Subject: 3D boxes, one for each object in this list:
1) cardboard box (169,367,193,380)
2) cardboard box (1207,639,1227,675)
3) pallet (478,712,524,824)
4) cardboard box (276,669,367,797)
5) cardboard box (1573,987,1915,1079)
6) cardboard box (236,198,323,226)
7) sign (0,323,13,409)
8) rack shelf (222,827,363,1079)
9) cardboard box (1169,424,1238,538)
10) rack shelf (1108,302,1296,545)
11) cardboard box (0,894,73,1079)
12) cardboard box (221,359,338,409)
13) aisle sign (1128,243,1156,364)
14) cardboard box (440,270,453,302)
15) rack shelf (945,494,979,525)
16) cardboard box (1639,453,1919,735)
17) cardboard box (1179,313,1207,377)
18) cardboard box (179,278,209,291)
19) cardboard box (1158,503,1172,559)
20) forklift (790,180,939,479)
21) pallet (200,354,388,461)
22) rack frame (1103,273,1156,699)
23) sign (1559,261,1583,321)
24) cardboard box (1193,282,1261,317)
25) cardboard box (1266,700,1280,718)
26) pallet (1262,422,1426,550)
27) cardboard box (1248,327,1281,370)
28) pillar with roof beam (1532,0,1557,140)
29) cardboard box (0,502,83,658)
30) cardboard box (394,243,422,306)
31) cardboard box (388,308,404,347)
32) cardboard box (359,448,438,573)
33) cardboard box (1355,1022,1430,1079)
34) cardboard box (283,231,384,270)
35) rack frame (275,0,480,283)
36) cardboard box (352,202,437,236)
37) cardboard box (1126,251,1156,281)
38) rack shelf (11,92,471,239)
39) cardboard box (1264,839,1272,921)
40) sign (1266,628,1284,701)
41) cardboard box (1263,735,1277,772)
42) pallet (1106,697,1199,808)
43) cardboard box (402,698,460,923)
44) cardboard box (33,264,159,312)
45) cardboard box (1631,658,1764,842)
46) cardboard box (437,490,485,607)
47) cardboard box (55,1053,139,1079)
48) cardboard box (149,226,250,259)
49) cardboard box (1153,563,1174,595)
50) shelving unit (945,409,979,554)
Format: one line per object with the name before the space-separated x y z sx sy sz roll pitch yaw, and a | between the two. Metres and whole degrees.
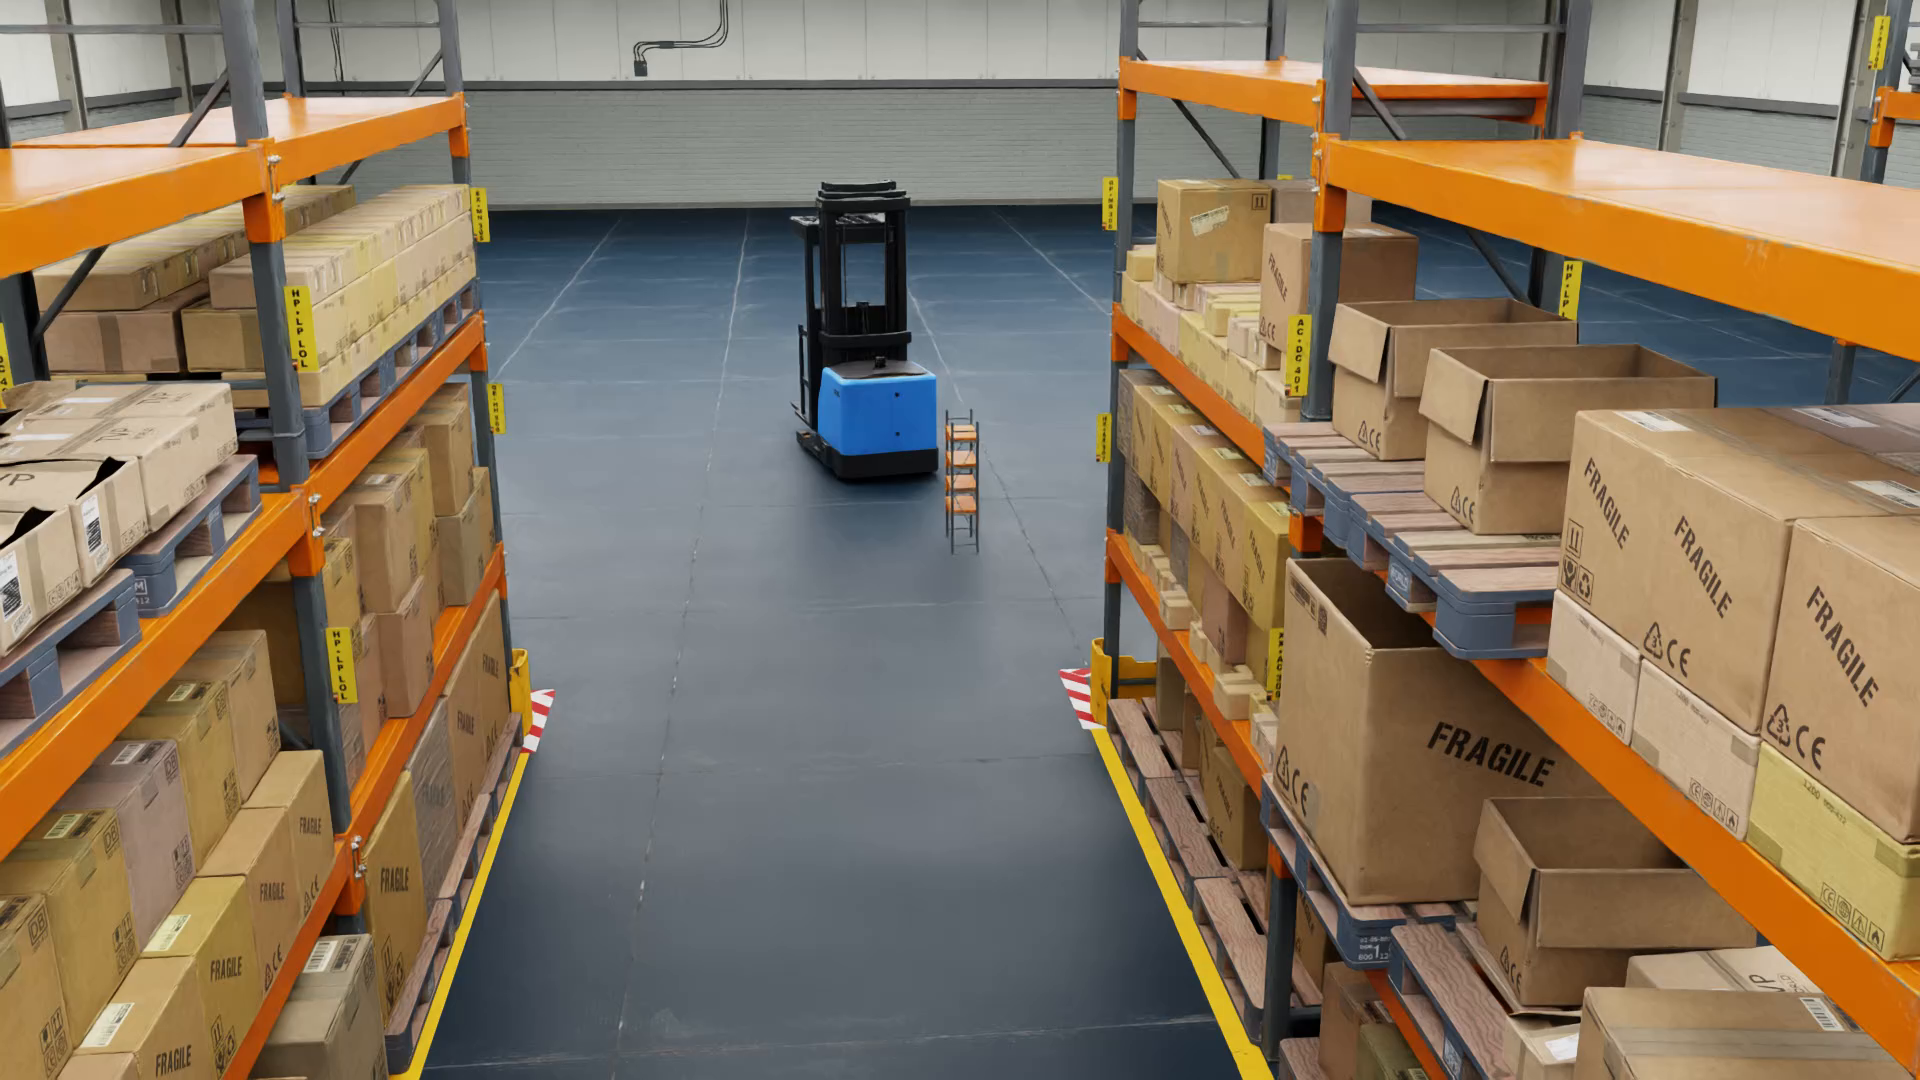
cardboard box | -3.432 -0.689 6.908 0.380 0.149 0.250 -1 17 -5
cardboard box | 1.500 0.612 8.640 0.380 0.149 0.250 -2 18 -6
pallet | -3.302 1.419 10.306 1.003 0.211 1.213 -2 18 -6
cardboard box | -3.100 0.863 7.170 0.875 0.550 0.550 -2 18 -6
cardboard box | 2.054 1.542 4.391 0.700 0.500 0.500 1 17 3
cardboard box | -3.668 -1.752 8.962 0.380 0.149 0.250 -2 17 -5
sign | -3.602 -0.654 6.249 0.100 0.325 0.005 -2 18 -6
rack shelf | -2.844 1.983 5.054 1.077 0.370 4.000 -2 18 -6
cardboard box | 1.422 -0.318 8.850 0.500 0.500 0.500 -2 18 -6
rack shelf | 1.688 -0.763 8.792 1.077 0.370 4.000 -2 18 -6
cardboard box | -2.783 1.274 4.277 0.700 0.500 0.500 -2 18 -6
cardboard box | -2.749 -0.634 6.733 0.380 0.149 0.250 -2 18 -7
aisle sign | 1.176 -1.520 10.672 0.394 0.787 0.004 -2 18 -6
cardboard box | -3.013 -1.392 9.145 0.380 0.149 0.250 -2 18 -5
rack shelf | 0.017 -0.269 14.920 0.258 0.148 0.480 -2 18 -6
cardboard box | 1.945 0.108 3.815 0.500 0.500 0.500 -2 18 -6
cardboard box | 1.439 -1.023 8.670 0.500 0.250 0.500 -1 17 -4
cardboard box | -3.408 -0.995 7.216 0.500 0.250 0.500 -2 18 -6
cardboard box | 1.682 -0.151 9.985 0.875 0.500 0.500 -2 18 -6
forklift | -1.184 -2.426 18.012 1.130 2.935 3.031 -6 18 -18
pallet | -3.124 -0.589 7.185 1.003 0.211 1.213 -2 18 -6
rack frame | 1.481 -0.271 11.032 1.000 3.000 0.127 -2 18 -6
sign | 2.446 -0.963 6.708 0.100 0.325 0.005 -2 18 -6
cardboard box | 1.452 -1.270 8.792 0.380 0.149 0.250 -2 18 -6
cardboard box | 1.909 0.595 7.610 0.875 0.500 0.500 -2 18 -6
pallet | 1.852 -0.233 6.218 1.213 0.211 1.003 -2 18 -6
cardboard box | 1.524 -0.871 7.522 0.380 0.149 0.250 -3 18 -8
pillar with roof beam | 9.818 -12.215 39.063 9.100 9.000 0.400 -2 18 -6
cardboard box | -2.598 0.074 4.205 0.500 0.311 0.500 -2 18 -7
cardboard box | -2.981 -1.311 8.224 0.500 0.250 0.500 -2 18 -5
cardboard box | -2.883 -1.014 7.942 0.380 0.149 0.250 -2 18 -6
cardboard box | -3.208 -0.137 8.552 0.875 0.550 0.500 -2 18 -6
cardboard box | 1.966 2.230 6.505 0.700 0.500 0.500 -2 18 -6
cardboard box | -2.857 -1.318 7.581 0.380 0.149 0.250 -2 17 -5
rack frame | -3.463 -3.010 9.741 1.000 3.000 0.127 -2 18 -6
cardboard box | -2.987 -1.695 8.782 0.380 0.149 0.250 -2 18 -5
cardboard box | 1.210 -1.651 10.006 0.380 0.149 0.250 -1 17 -4
rack shelf | -3.256 -1.880 8.011 1.077 0.370 4.000 -2 18 -6
cardboard box | 1.826 1.622 8.474 0.500 0.500 0.500 4 18 12
sign | 1.355 0.527 7.046 0.100 0.325 0.005 -2 18 -6
cardboard box | 1.579 0.986 7.449 0.380 0.149 0.250 -2 18 -6
pallet | 1.538 1.325 10.603 1.003 0.211 1.213 -2 18 -6
cardboard box | -3.142 1.399 8.558 0.875 0.875 0.875 -2 18 -5
cardboard box | -3.405 -0.995 6.551 0.380 0.149 0.250 -2 18 -6
cardboard box | 1.949 0.472 3.910 0.500 0.250 0.500 -2 18 -6
cardboard box | -3.301 0.053 9.750 0.875 0.550 0.550 -2 18 -6
cardboard box | -2.522 1.744 4.446 0.500 0.500 0.500 -2 18 -6
cardboard box | -3.534 -1.371 7.748 0.380 0.149 0.250 -2 18 -6
cardboard box | 1.356 0.240 9.825 0.380 0.149 0.250 -2 18 -6
shelving unit | 0.017 -0.523 14.840 0.258 1.200 0.503 -2 18 -6
